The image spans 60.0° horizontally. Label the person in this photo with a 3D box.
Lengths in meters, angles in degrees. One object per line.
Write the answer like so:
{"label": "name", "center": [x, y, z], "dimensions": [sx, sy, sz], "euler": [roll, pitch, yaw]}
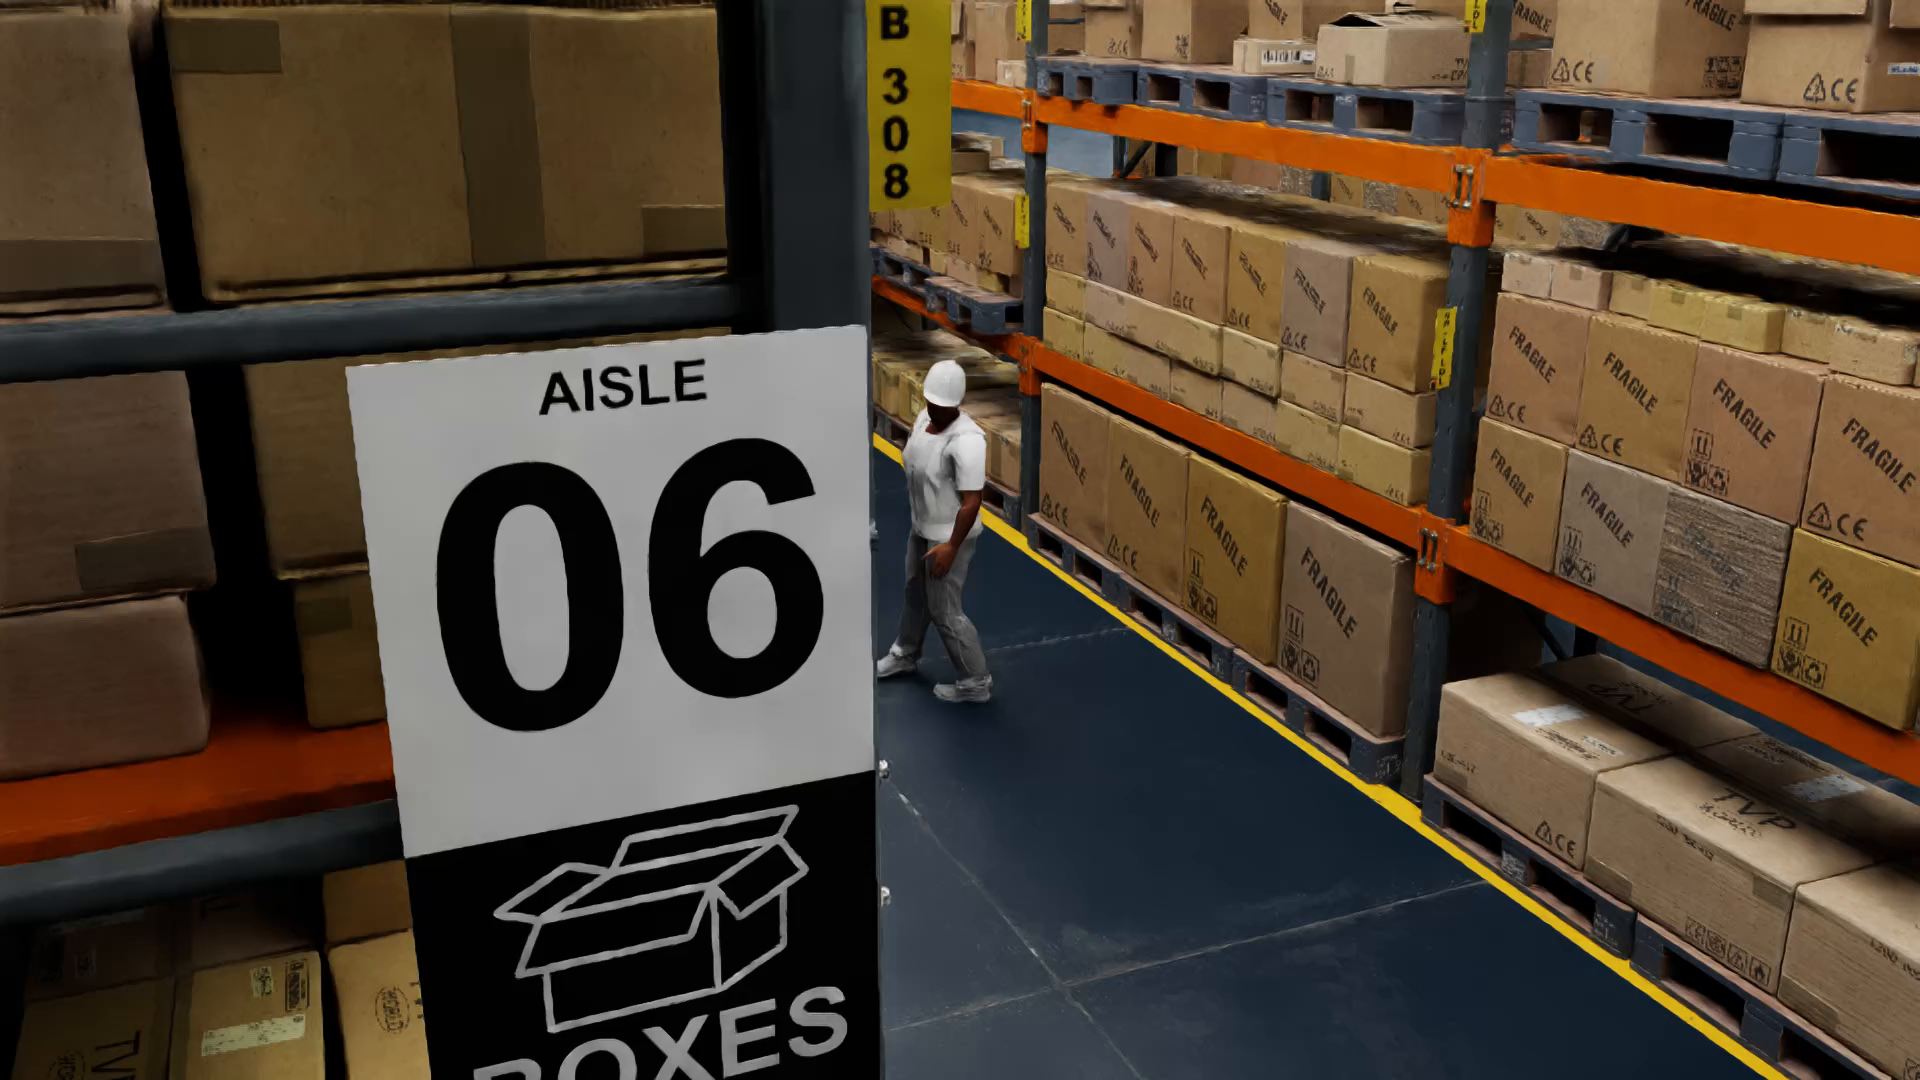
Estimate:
{"label": "person", "center": [-0.166, -0.048, 8.211], "dimensions": [0.563, 1.757, 0.672], "euler": [-6, 20, -17]}
